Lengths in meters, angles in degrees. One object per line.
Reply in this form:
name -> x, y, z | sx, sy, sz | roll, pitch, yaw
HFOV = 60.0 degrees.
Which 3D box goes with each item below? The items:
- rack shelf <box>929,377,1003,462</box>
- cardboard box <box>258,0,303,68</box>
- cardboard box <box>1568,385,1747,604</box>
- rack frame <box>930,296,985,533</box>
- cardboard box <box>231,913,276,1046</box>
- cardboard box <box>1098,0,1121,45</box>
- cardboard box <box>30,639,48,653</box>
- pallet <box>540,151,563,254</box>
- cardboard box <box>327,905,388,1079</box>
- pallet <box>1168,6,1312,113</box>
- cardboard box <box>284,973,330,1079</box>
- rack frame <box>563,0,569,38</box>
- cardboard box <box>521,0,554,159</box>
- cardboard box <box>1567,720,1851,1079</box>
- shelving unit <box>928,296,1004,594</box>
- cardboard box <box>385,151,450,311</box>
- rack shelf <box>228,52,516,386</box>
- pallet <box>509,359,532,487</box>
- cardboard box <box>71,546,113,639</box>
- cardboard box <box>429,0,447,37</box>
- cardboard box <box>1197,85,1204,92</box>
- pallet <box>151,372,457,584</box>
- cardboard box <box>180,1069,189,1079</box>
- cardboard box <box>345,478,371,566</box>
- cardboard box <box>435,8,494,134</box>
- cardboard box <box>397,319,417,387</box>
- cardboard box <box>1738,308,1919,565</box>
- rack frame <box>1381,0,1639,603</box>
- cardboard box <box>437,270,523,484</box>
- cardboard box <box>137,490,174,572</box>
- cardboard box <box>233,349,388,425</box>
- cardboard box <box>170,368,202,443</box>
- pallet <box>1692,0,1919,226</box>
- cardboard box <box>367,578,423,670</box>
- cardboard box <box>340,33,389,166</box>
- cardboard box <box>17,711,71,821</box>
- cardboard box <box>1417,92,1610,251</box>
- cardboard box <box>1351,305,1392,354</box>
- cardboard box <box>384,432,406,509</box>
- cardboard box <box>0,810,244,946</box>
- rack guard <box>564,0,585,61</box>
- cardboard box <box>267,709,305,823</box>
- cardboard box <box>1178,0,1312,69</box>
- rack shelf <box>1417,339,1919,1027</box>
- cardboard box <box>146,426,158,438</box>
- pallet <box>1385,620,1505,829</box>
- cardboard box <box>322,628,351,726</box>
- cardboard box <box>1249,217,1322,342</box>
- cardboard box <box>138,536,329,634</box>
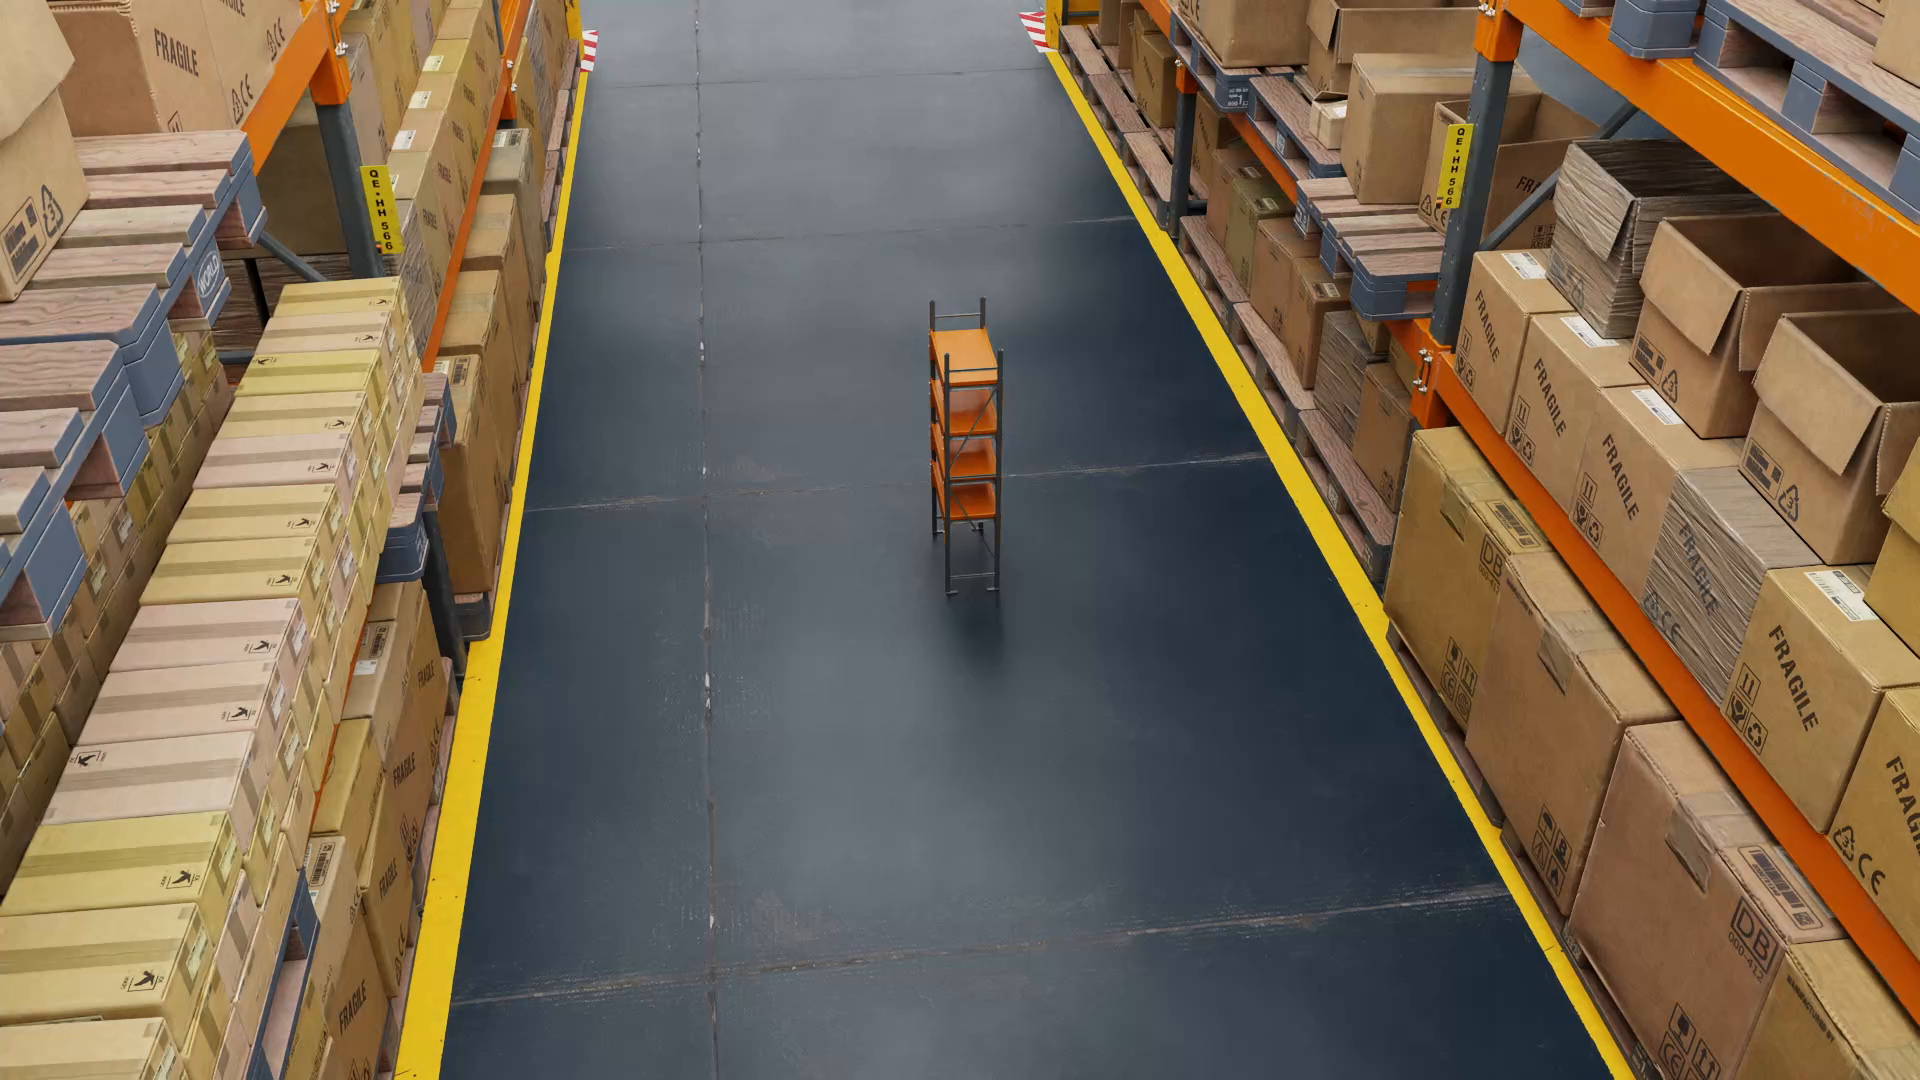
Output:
rack shelf -> 0.022, -0.533, 7.188 | 0.258, 0.148, 0.480 | -4, 35, -6
cardboard box -> -2.232, -1.643, 4.745 | 0.500, 0.500, 0.500 | -4, 35, -6
cardboard box -> 2.308, -0.157, 5.228 | 0.500, 0.500, 0.500 | -5, 35, -7
rack frame -> -0.011, -0.540, 7.476 | 0.240, 1.200, 0.015 | -4, 35, -6
cardboard box -> -1.693, 0.952, 3.540 | 0.380, 0.149, 0.250 | -4, 34, -6
cardboard box -> 1.359, -4.236, 13.149 | 0.500, 0.500, 0.500 | 2, 34, 2
cardboard box -> -2.482, 0.168, 4.162 | 0.380, 0.149, 0.250 | -5, 35, -7
pallet -> -3.123, -2.172, 10.750 | 1.003, 0.211, 1.213 | -4, 35, -6
cardboard box -> -2.016, 1.411, 4.863 | 0.500, 0.500, 0.500 | -4, 34, -6
pallet -> 1.788, -2.696, 9.213 | 1.003, 0.211, 1.213 | -4, 35, -6
cardboard box -> -1.934, 1.391, 4.227 | 0.500, 0.250, 0.500 | -3, 34, -5
rack frame -> -3.637, -5.126, 12.608 | 1.000, 3.000, 0.127 | -4, 35, -6
cardboard box -> -3.239, -3.048, 11.073 | 0.875, 0.875, 0.875 | -4, 34, -6
cardboard box -> 2.679, 1.101, 4.984 | 1.225, 0.875, 0.875 | -6, 35, -8
shelving unit -> 0.022, -0.403, 7.277 | 0.258, 1.200, 0.503 | -4, 35, -6
cardboard box -> -2.425, -1.258, 6.843 | 0.500, 0.500, 0.500 | -5, 35, -7
rack shelf -> -2.830, -1.481, 7.898 | 1.077, 0.370, 4.000 | -4, 35, -6
pallet -> -2.753, -0.634, 8.494 | 1.003, 0.211, 1.213 | -4, 35, -6
cardboard box -> -2.520, 0.149, 4.454 | 0.380, 0.149, 0.250 | -5, 35, -7
cardboard box -> -2.955, -2.785, 8.196 | 0.700, 0.500, 0.500 | -5, 35, -7
cardboard box -> 1.731, -2.899, 11.187 | 0.500, 0.500, 0.500 | 6, 35, 9
pallet -> -2.359, -0.193, 5.540 | 1.213, 0.211, 1.003 | -4, 35, -6
cardboard box -> -1.620, 1.123, 3.025 | 0.380, 0.149, 0.250 | -4, 34, -6
cardboard box -> -1.903, -0.039, 4.730 | 0.380, 0.149, 0.250 | -5, 35, -7
cardboard box -> -2.696, -2.382, 8.493 | 0.500, 0.500, 0.500 | -5, 35, -7
cardboard box -> -2.043, -0.613, 5.572 | 0.380, 0.149, 0.250 | -4, 34, -5
cardboard box -> 2.632, -0.290, 4.532 | 0.797, 0.503, 0.637 | -3, 34, -5
rack frame -> 2.368, -0.981, 6.526 | 1.000, 3.000, 0.127 | -4, 35, -6
cardboard box -> -2.674, -0.740, 7.797 | 1.050, 0.750, 0.750 | -4, 34, -6
cardboard box -> -2.590, -0.016, 4.960 | 0.380, 0.149, 0.250 | -3, 34, -4
cardboard box -> -1.974, -0.452, 5.072 | 0.380, 0.149, 0.250 | -3, 34, -5
cardboard box -> -2.656, -0.418, 5.286 | 0.380, 0.149, 0.250 | -3, 34, -4
pallet -> 2.660, -1.163, 4.298 | 1.003, 0.211, 1.213 | -3, 34, -4
cardboard box -> -2.209, 0.250, 5.901 | 0.500, 0.250, 0.500 | -5, 35, -8
cardboard box -> -2.681, -1.650, 6.530 | 0.700, 0.500, 0.500 | -5, 35, -7
cardboard box -> -2.451, 0.567, 4.104 | 0.380, 0.149, 0.250 | -3, 34, -4
cardboard box -> 2.256, -1.494, 6.817 | 0.500, 0.500, 0.500 | -9, 35, -12
cardboard box -> 2.167, -1.107, 7.873 | 0.500, 0.250, 0.500 | -1, 34, -1
cardboard box -> -1.972, -0.209, 5.243 | 0.380, 0.149, 0.250 | -4, 34, -6
cardboard box -> -1.695, 0.702, 3.379 | 0.380, 0.149, 0.250 | -4, 34, -6
rack guard -> -3.640, -4.107, 13.332 | 1.175, 0.500, 0.348 | -4, 35, -6
cardboard box -> -1.766, 0.539, 3.881 | 0.380, 0.149, 0.250 | -3, 34, -4
cardboard box -> 1.798, -3.181, 8.848 | 1.000, 1.000, 1.000 | -4, 34, -6
rack shelf -> 2.637, 0.432, 5.091 | 1.077, 0.370, 4.000 | -4, 35, -6
cardboard box -> -2.623, -0.418, 5.021 | 0.380, 0.149, 0.250 | -5, 35, -7
pallet -> 2.399, 0.617, 6.657 | 1.003, 0.211, 1.213 | -4, 35, -6
cardboard box -> -1.832, 0.377, 4.384 | 0.380, 0.149, 0.250 | -6, 35, -9
cardboard box -> 2.012, -1.438, 9.026 | 0.700, 0.500, 0.500 | -7, 35, -10
cardboard box -> -1.835, 0.128, 4.220 | 0.380, 0.149, 0.250 | -3, 34, -5
